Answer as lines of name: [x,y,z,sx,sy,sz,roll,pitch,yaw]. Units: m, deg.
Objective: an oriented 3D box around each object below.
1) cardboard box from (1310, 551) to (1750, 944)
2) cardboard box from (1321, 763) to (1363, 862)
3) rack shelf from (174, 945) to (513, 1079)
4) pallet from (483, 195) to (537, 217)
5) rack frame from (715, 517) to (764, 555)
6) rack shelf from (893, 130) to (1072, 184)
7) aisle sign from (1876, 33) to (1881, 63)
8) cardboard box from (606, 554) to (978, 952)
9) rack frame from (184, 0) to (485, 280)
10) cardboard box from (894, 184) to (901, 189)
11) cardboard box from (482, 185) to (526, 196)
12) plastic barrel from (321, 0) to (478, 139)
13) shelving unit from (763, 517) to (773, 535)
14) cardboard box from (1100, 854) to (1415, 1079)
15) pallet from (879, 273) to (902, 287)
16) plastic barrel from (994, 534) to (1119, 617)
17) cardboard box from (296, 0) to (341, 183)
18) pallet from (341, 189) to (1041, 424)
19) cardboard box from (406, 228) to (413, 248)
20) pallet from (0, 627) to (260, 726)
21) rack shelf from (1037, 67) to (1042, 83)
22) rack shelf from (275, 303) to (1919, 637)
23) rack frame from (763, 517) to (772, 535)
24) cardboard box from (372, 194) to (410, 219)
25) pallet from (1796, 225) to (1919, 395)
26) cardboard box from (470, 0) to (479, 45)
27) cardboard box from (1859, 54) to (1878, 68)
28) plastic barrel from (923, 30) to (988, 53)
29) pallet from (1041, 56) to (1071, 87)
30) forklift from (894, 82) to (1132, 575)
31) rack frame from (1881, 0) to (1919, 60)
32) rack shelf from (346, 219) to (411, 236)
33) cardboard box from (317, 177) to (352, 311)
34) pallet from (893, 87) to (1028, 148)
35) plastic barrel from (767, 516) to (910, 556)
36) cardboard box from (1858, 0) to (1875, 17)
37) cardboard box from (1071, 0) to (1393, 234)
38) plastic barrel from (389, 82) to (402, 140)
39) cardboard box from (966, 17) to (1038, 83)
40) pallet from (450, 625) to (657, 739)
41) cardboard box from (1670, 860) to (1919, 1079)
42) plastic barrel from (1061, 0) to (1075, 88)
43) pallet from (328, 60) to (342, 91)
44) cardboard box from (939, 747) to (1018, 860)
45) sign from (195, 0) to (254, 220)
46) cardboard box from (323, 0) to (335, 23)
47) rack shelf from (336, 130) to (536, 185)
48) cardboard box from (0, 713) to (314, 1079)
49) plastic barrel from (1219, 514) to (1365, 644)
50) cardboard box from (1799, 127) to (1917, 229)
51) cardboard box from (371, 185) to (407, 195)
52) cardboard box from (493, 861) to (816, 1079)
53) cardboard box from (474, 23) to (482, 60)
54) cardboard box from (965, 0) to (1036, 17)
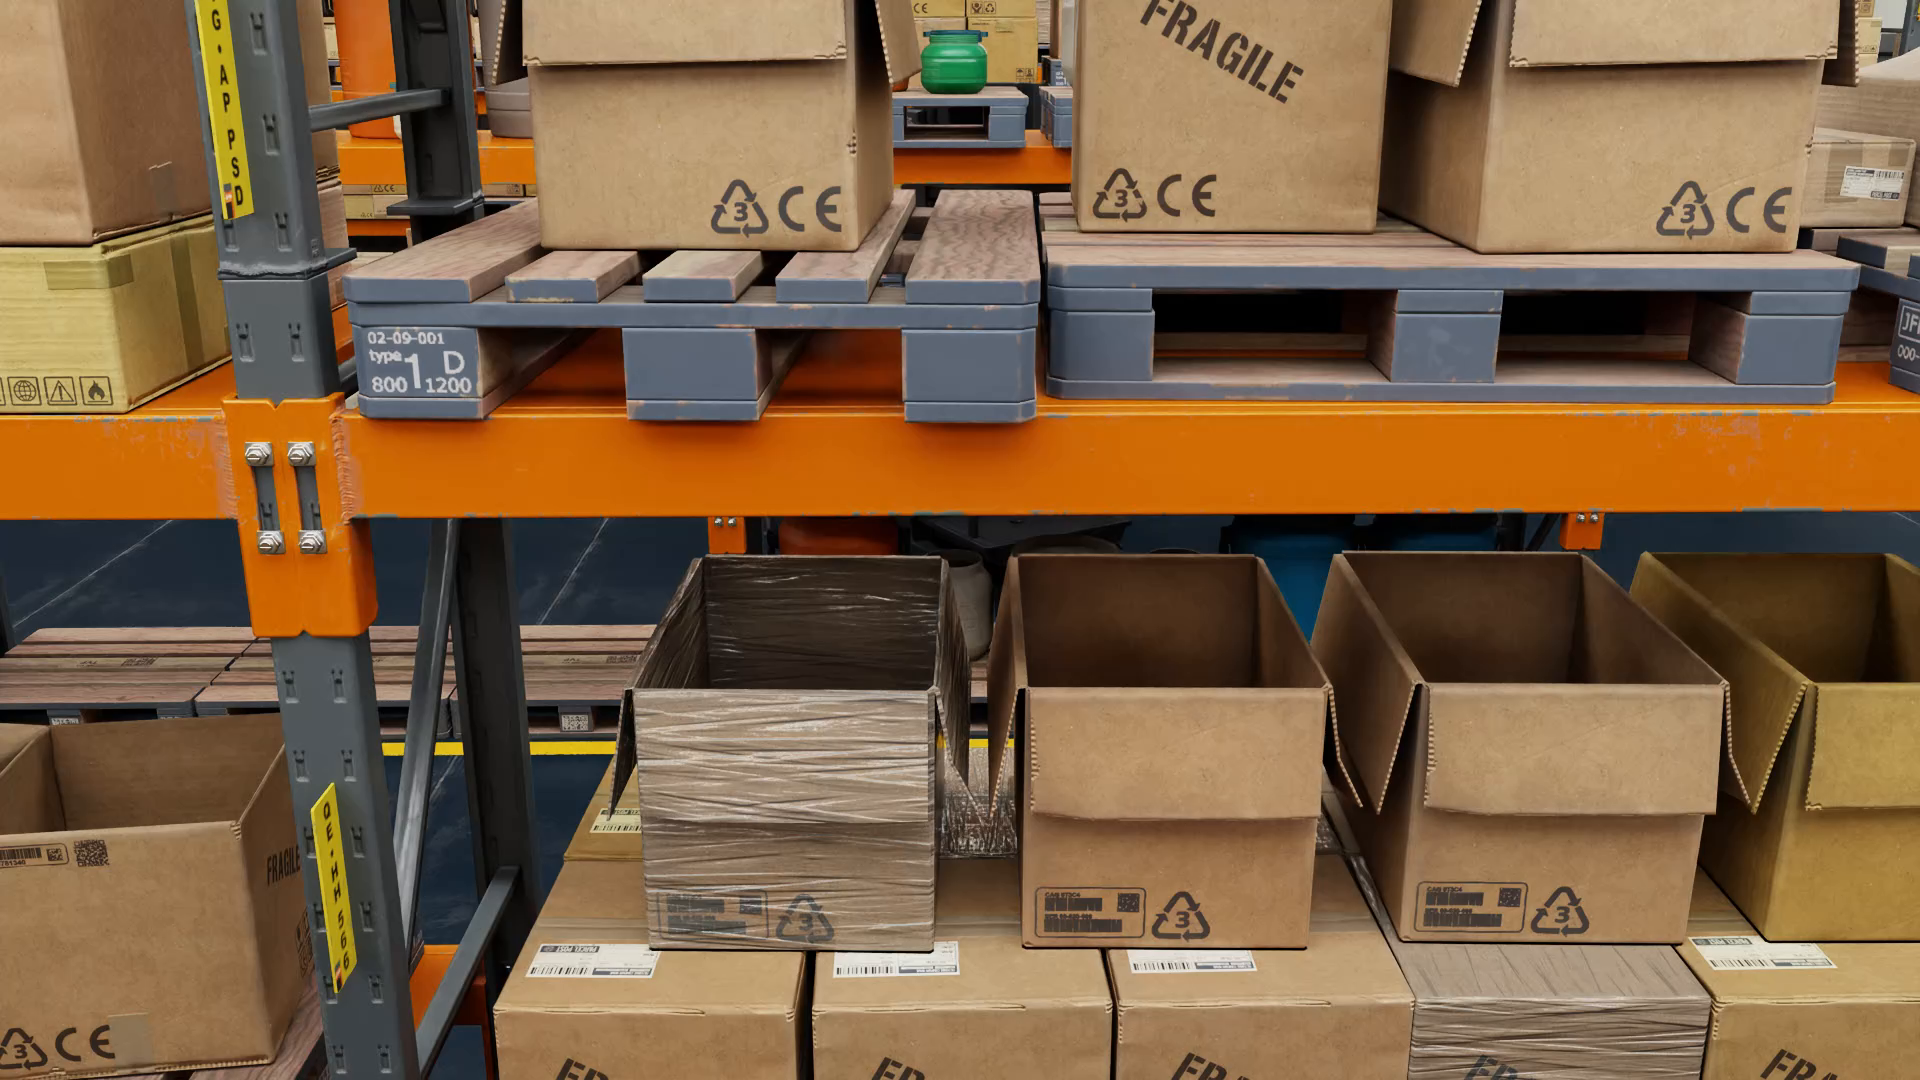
cardboard box: [1.042,0.370,3.177,0.637,0.503,0.797,0,18,1]
cardboard box: [1.004,0.770,3.574,0.500,0.500,0.500,0,18,0]
rack shelf: [-3.011,1.254,3.406,4.000,0.370,1.077,0,18,-1]
pallet: [-4.479,-3.486,17.317,1.213,0.211,1.003,0,18,-1]
rack frame: [-1.090,-0.611,8.042,0.127,3.000,1.000,0,18,-1]
rack shelf: [0.910,-1.707,7.724,4.000,0.370,1.077,0,18,-1]
aisle sign: [6.898,-3.491,12.762,0.004,0.787,0.394,0,18,-1]
cardboard box: [-0.280,0.378,3.154,0.637,0.503,0.797,0,18,1]
rack frame: [-1.012,-1.955,2.410,0.127,3.000,1.000,0,18,-1]
cardboard box: [-0.757,-3.760,17.175,0.500,0.500,0.500,0,18,1]
cardboard box: [-4.736,-3.867,17.307,0.500,0.500,0.700,0,18,-1]
plastic barrel: [-2.568,-2.303,7.703,0.708,0.830,0.600,0,18,-1]
shelving unit: [-1.221,-1.119,11.098,0.503,2.100,0.431,-16,24,-41]
cardboard box: [0.506,0.928,3.081,0.500,0.500,0.500,-1,18,-2]
pallet: [-0.488,-2.057,12.865,1.003,0.211,1.213,0,18,-1]
plastic barrel: [0.528,0.324,8.387,0.708,0.588,0.600,0,18,-1]
cardboard box: [-1.486,-0.889,3.015,0.500,0.500,0.500,0,18,0]
pallet: [-0.369,-0.456,2.957,1.003,0.211,1.213,1,18,2]
cardboard box: [-3.869,-2.154,12.687,0.500,0.500,0.500,1,18,3]
pallet: [-4.305,0.720,8.457,1.213,0.211,1.003,0,18,-1]
rack shelf: [0.753,-4.732,17.156,4.000,0.370,1.077,0,18,-1]
rack shelf: [0.988,-0.194,3.008,4.000,0.370,1.077,0,18,-1]
rack frame: [-1.400,-1.068,10.939,0.015,2.100,0.400,-16,24,-41]
cardboard box: [-5.715,-3.461,17.139,0.500,0.250,0.500,0,18,-1]
pallet: [2.072,-0.435,2.897,1.217,0.209,0.805,-1,18,-3]
cardboard box: [-4.698,-5.272,16.809,0.500,0.500,0.500,2,18,7]
cardboard box: [6.325,-3.437,12.185,0.500,0.250,0.500,0,18,-1]
plastic barrel: [-0.020,-2.224,7.697,0.301,0.262,0.301,0,18,0]
pallet: [1.145,-3.495,12.427,1.003,0.211,1.213,0,18,-1]
forklift: [0.362,-1.217,10.042,1.130,2.935,3.031,-11,21,-30]
rack frame: [6.835,-5.019,11.962,0.127,3.000,1.000,0,18,-1]
rack shelf: [-7.246,-3.266,17.494,4.000,0.370,1.077,0,18,-1]
cardboard box: [-1.486,-0.531,3.127,0.500,0.250,0.500,0,18,0]
pallet: [-0.324,-1.923,7.531,1.213,0.211,1.003,0,18,-1]
plastic barrel: [-0.601,0.215,8.333,0.708,0.830,0.600,0,18,-1]
cardboard box: [6.321,-4.107,12.229,0.500,0.500,0.700,0,18,-1]
cardboard box: [0.459,-0.830,2.963,0.500,0.500,0.500,1,18,2]
plastic barrel: [-2.358,-1.896,7.364,0.301,0.262,0.301,0,18,0]
cardboard box: [0.301,-3.617,12.339,0.500,0.500,0.910,0,18,-1]
pallet: [-1.865,0.708,8.493,1.213,0.211,1.003,0,18,-1]
cardboard box: [1.507,0.925,3.089,0.500,0.500,0.500,0,18,-2]
plastic barrel: [0.680,-2.359,7.669,0.433,0.535,0.433,0,18,0]
pallet: [-4.282,-3.450,12.295,1.217,0.209,0.805,-1,18,-3]
cardboard box: [-0.024,0.775,3.557,0.500,0.500,0.500,0,18,-1]
sign: [-1.005,-0.607,2.273,0.005,0.325,0.100,0,18,-1]
cardboard box: [-4.547,-4.010,12.056,0.500,0.500,0.500,0,18,0]
rack shelf: [-3.090,-1.687,7.664,4.000,0.370,1.077,0,18,-1]
cardboard box: [-1.551,0.669,3.201,0.500,0.500,0.500,-2,18,-8]
plastic barrel: [1.657,0.170,8.356,0.708,0.901,0.600,0,18,-1]
cardboard box: [1.497,-0.665,3.023,0.250,0.149,0.380,-1,18,-3]
cardboard box: [-5.714,-3.816,17.018,0.500,0.500,0.500,0,18,-1]
cardboard box: [-0.521,0.935,3.060,0.500,0.500,0.500,0,18,1]
cardboard box: [-3.251,-3.652,12.169,0.500,0.250,0.500,-2,18,-6]
cardboard box: [0.292,-4.081,12.148,0.500,0.500,0.500,0,18,-1]
